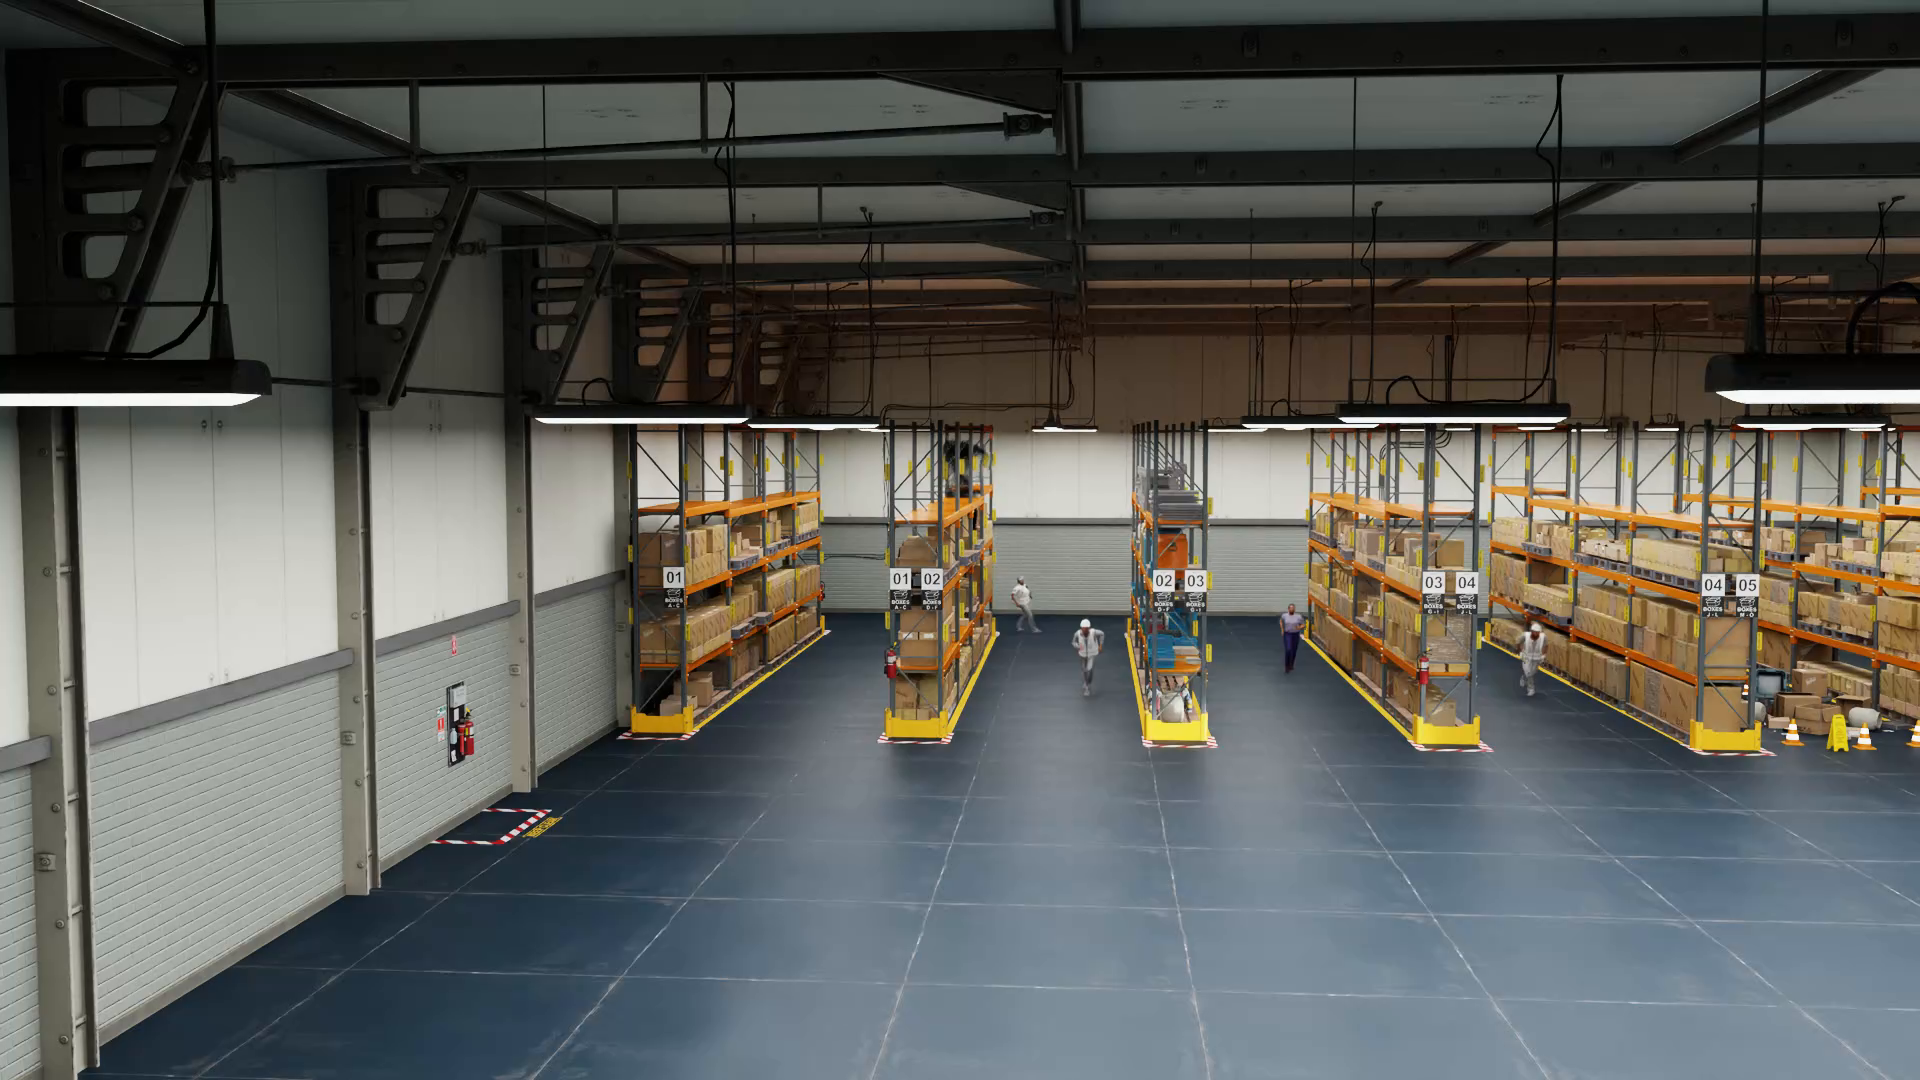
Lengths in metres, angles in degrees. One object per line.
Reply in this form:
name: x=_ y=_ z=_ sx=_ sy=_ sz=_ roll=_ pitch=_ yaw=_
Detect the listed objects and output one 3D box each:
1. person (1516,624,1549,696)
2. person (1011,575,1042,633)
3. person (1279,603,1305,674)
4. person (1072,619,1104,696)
person: x=12.615 y=2.613 z=36.723 sx=0.687 sy=1.612 sz=1.080 roll=0 pitch=4 yaw=6
person: x=1.910 y=1.841 z=47.914 sx=0.887 sy=1.650 sz=0.620 roll=2 pitch=4 yaw=28
person: x=8.006 y=2.377 z=40.081 sx=0.584 sy=1.711 sz=0.722 roll=0 pitch=4 yaw=4
person: x=2.837 y=2.582 z=36.772 sx=0.699 sy=1.733 sz=1.028 roll=1 pitch=4 yaw=11
